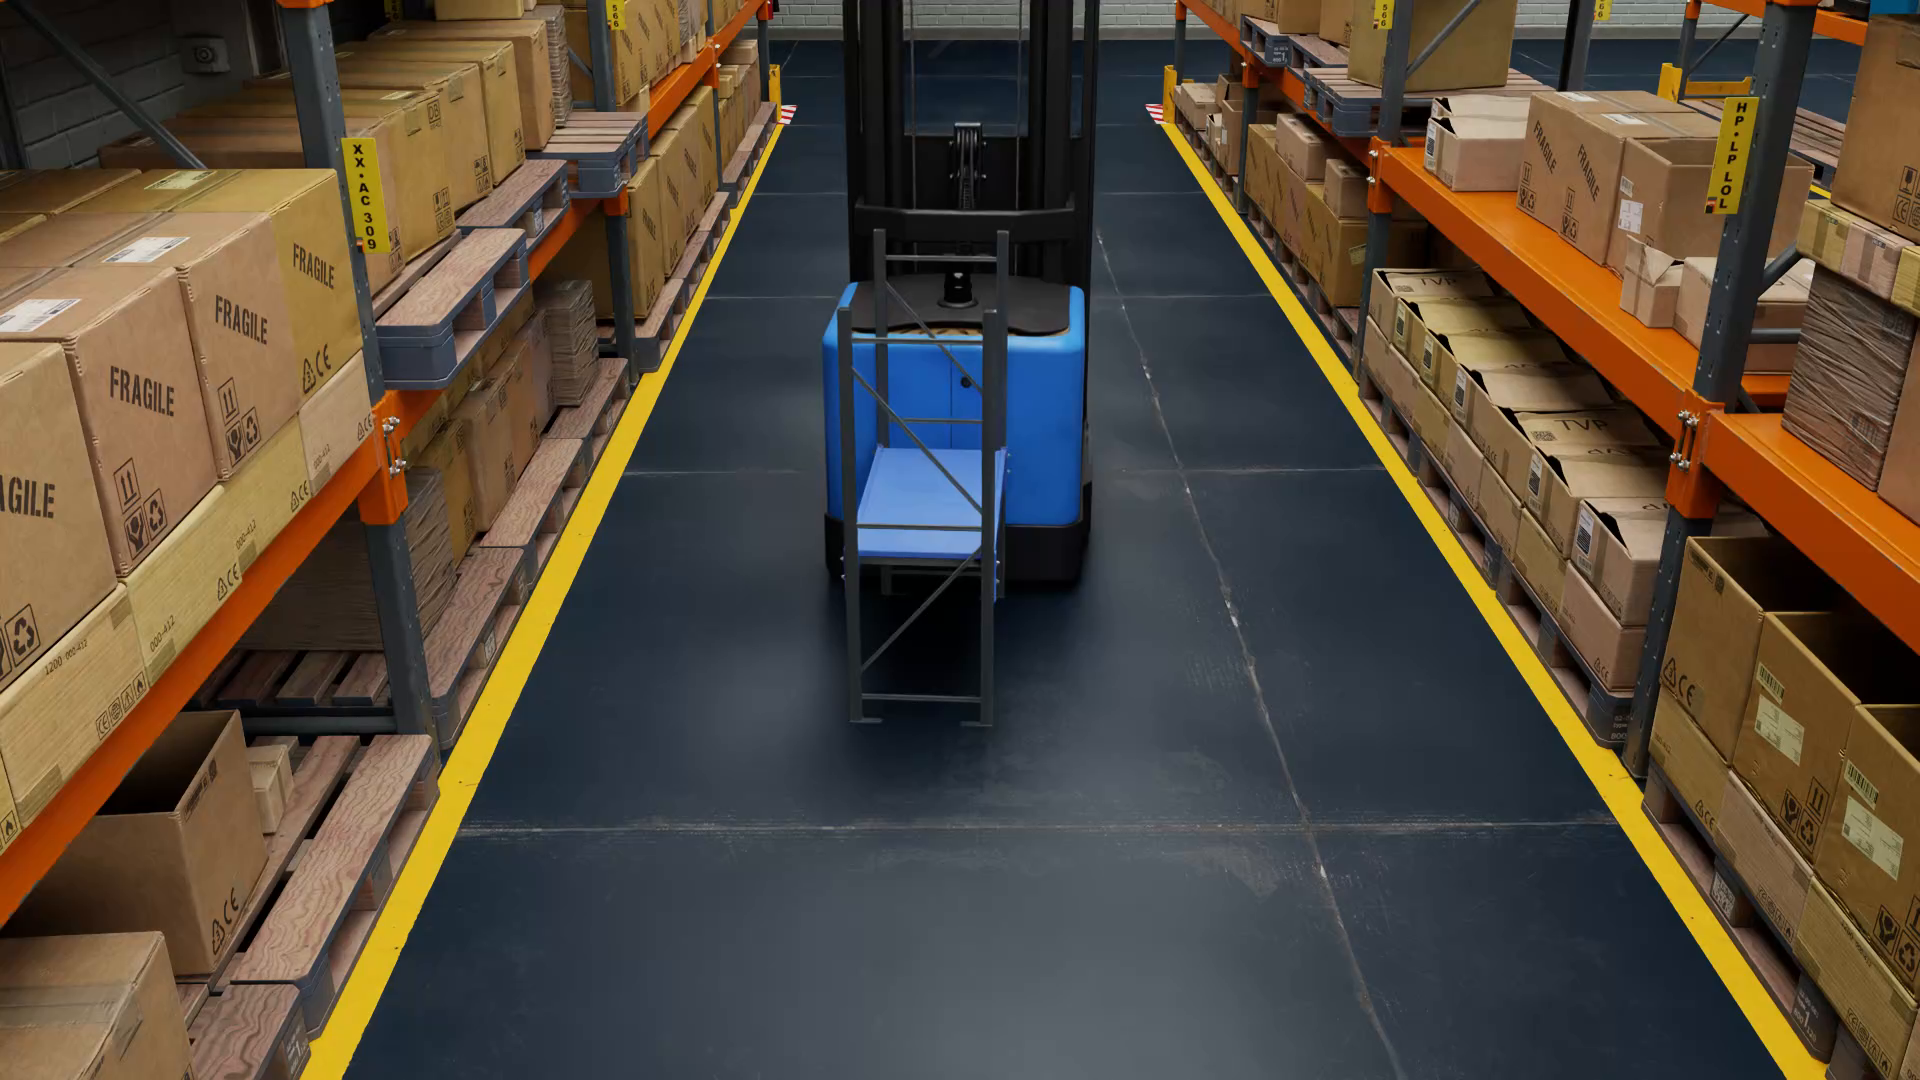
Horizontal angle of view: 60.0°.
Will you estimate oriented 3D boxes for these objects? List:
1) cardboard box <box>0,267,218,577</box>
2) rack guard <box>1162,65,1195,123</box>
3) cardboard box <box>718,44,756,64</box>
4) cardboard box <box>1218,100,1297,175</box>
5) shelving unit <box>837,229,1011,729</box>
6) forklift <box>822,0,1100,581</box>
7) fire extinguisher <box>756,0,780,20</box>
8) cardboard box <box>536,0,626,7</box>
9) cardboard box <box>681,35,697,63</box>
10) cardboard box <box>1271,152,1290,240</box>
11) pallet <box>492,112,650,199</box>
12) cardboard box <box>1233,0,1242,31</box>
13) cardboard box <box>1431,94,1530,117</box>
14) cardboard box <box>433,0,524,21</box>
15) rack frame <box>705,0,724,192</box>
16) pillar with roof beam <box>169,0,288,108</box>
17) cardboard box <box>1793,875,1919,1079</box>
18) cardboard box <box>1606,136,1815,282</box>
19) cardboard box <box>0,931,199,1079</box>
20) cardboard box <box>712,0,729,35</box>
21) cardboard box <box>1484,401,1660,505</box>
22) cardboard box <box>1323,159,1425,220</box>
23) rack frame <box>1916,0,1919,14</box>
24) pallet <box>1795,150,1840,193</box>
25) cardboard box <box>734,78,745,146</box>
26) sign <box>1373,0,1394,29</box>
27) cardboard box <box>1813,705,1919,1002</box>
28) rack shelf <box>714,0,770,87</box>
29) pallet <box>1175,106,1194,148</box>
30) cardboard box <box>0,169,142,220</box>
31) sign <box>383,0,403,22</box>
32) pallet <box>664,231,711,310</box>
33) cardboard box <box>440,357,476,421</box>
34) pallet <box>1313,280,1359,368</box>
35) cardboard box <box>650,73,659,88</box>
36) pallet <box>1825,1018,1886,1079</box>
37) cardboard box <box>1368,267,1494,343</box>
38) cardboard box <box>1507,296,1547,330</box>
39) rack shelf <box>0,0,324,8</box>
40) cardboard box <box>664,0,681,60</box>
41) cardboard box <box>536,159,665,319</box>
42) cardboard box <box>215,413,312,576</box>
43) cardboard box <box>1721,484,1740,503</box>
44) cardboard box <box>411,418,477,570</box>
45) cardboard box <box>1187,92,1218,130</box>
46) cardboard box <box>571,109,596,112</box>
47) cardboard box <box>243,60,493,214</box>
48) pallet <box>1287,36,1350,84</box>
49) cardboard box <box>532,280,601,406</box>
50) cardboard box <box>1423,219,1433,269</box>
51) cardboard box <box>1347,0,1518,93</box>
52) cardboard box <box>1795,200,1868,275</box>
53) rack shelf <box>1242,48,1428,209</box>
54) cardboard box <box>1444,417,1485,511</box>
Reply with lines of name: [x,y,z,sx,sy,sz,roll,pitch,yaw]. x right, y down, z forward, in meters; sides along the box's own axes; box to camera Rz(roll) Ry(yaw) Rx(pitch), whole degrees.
cardboard box: [-1.908,-0.250,3.410,0.500,0.500,0.500,-1,24,-2]
rack guard: [2.594,-4.372,16.311,1.175,0.500,0.348,0,24,-1]
cardboard box: [-2.065,-4.421,15.123,0.380,0.149,0.250,0,24,1]
cardboard box: [2.347,-3.190,13.162,0.500,0.500,0.500,0,24,-1]
shelving unit: [-0.103,-0.248,5.978,0.538,1.500,1.048,2,24,3]
forklift: [0.064,-1.738,7.536,1.130,2.935,3.031,2,24,3]
fire extinguisher: [-1.900,-5.378,16.047,0.296,0.674,0.183,0,24,-1]
cardboard box: [-2.020,-2.954,8.726,0.500,0.250,0.500,0,24,1]
cardboard box: [-1.983,-3.308,11.204,0.380,0.149,0.250,0,24,-1]
cardboard box: [2.414,-2.330,11.261,0.500,0.500,0.500,0,24,0]
pallet: [-2.158,-1.842,7.915,1.213,0.211,1.003,0,24,-1]
cardboard box: [2.375,-4.145,12.653,0.500,0.500,0.500,0,24,0]
cardboard box: [2.641,-2.056,8.263,0.500,0.311,0.500,1,24,3]
cardboard box: [-2.220,-2.489,7.672,0.380,0.149,0.250,-4,25,-9]
rack frame: [-2.316,-3.871,12.168,1.000,3.000,0.127,0,24,-1]
pillar with roof beam: [1.182,-4.436,6.137,9.100,9.000,0.400,0,24,-1]
cardboard box: [2.427,1.068,4.076,0.500,0.250,0.500,0,24,-1]
cardboard box: [2.727,-1.177,6.091,0.500,0.500,0.500,1,24,3]
cardboard box: [-2.067,1.190,3.479,0.700,0.500,0.500,-2,24,-4]
cardboard box: [-2.306,-4.231,12.601,0.980,0.700,0.700,0,24,0]
cardboard box: [2.418,-0.378,6.591,0.500,0.311,0.500,0,24,-1]
cardboard box: [2.431,-2.057,9.747,0.500,0.250,0.500,1,24,1]
rack frame: [7.590,-3.915,12.267,1.000,3.000,0.127,0,24,-1]
pallet: [7.544,-2.947,13.511,1.003,0.211,1.213,0,24,-1]
cardboard box: [-2.227,-3.650,14.205,0.700,0.500,0.500,0,24,1]
sign: [2.138,-2.731,8.340,0.100,0.325,0.005,0,24,-1]
cardboard box: [2.428,0.726,3.921,0.500,0.500,0.500,0,24,-1]
rack shelf: [-2.338,-4.367,14.139,1.077,0.370,4.000,0,24,-1]
pallet: [2.604,-3.912,15.644,1.003,0.211,1.213,0,24,-1]
cardboard box: [-2.433,-0.662,4.321,0.500,0.500,0.500,-1,24,-2]
sign: [-2.827,-2.746,8.277,0.100,0.325,0.005,0,24,-1]
pallet: [-2.216,-1.779,10.926,1.003,0.211,1.213,0,24,-1]
cardboard box: [-2.271,-0.676,6.695,0.500,0.250,0.500,-1,24,-2]
pallet: [2.711,-1.283,9.832,1.003,0.211,1.213,0,24,-1]
cardboard box: [-2.072,-2.886,10.271,0.380,0.149,0.250,0,24,0]
pallet: [2.708,1.504,3.667,1.003,0.211,1.213,0,24,-1]
cardboard box: [2.393,-1.223,8.461,0.500,0.311,0.500,1,24,1]
cardboard box: [2.945,-1.011,7.993,0.500,0.311,0.500,-1,24,-1]
rack shelf: [-2.207,-0.789,2.587,1.077,0.370,4.000,0,24,-1]
cardboard box: [-2.036,-3.249,10.287,0.500,0.500,0.500,0,24,1]
cardboard box: [-2.149,-1.738,9.552,0.750,0.750,0.750,-1,24,-1]
cardboard box: [-1.923,-0.116,4.024,0.500,0.250,0.500,0,24,0]
cardboard box: [2.969,-0.170,6.132,0.500,0.311,0.500,-1,24,-1]
cardboard box: [-2.309,-0.152,6.445,0.700,0.500,0.500,-1,24,-2]
cardboard box: [2.327,-3.853,14.932,0.500,0.250,0.500,0,24,-1]
cardboard box: [-2.044,-2.254,8.874,0.380,0.149,0.250,-1,24,-1]
cardboard box: [-2.238,-1.532,6.341,0.700,0.500,0.500,3,25,7]
pallet: [2.655,-2.960,10.388,1.003,0.211,1.213,0,24,-1]
cardboard box: [-2.212,-0.987,8.293,0.700,0.500,0.500,0,24,0]
cardboard box: [2.950,-1.712,9.895,0.500,0.500,0.500,-1,24,-2]
cardboard box: [2.561,-2.742,9.042,0.700,0.500,0.500,-9,26,-18]
cardboard box: [2.534,-0.827,4.531,0.380,0.149,0.250,0,24,-1]
rack shelf: [2.659,-2.743,10.547,1.077,0.370,4.000,0,24,-1]
cardboard box: [2.416,-0.335,7.178,0.500,0.250,0.500,0,24,1]
